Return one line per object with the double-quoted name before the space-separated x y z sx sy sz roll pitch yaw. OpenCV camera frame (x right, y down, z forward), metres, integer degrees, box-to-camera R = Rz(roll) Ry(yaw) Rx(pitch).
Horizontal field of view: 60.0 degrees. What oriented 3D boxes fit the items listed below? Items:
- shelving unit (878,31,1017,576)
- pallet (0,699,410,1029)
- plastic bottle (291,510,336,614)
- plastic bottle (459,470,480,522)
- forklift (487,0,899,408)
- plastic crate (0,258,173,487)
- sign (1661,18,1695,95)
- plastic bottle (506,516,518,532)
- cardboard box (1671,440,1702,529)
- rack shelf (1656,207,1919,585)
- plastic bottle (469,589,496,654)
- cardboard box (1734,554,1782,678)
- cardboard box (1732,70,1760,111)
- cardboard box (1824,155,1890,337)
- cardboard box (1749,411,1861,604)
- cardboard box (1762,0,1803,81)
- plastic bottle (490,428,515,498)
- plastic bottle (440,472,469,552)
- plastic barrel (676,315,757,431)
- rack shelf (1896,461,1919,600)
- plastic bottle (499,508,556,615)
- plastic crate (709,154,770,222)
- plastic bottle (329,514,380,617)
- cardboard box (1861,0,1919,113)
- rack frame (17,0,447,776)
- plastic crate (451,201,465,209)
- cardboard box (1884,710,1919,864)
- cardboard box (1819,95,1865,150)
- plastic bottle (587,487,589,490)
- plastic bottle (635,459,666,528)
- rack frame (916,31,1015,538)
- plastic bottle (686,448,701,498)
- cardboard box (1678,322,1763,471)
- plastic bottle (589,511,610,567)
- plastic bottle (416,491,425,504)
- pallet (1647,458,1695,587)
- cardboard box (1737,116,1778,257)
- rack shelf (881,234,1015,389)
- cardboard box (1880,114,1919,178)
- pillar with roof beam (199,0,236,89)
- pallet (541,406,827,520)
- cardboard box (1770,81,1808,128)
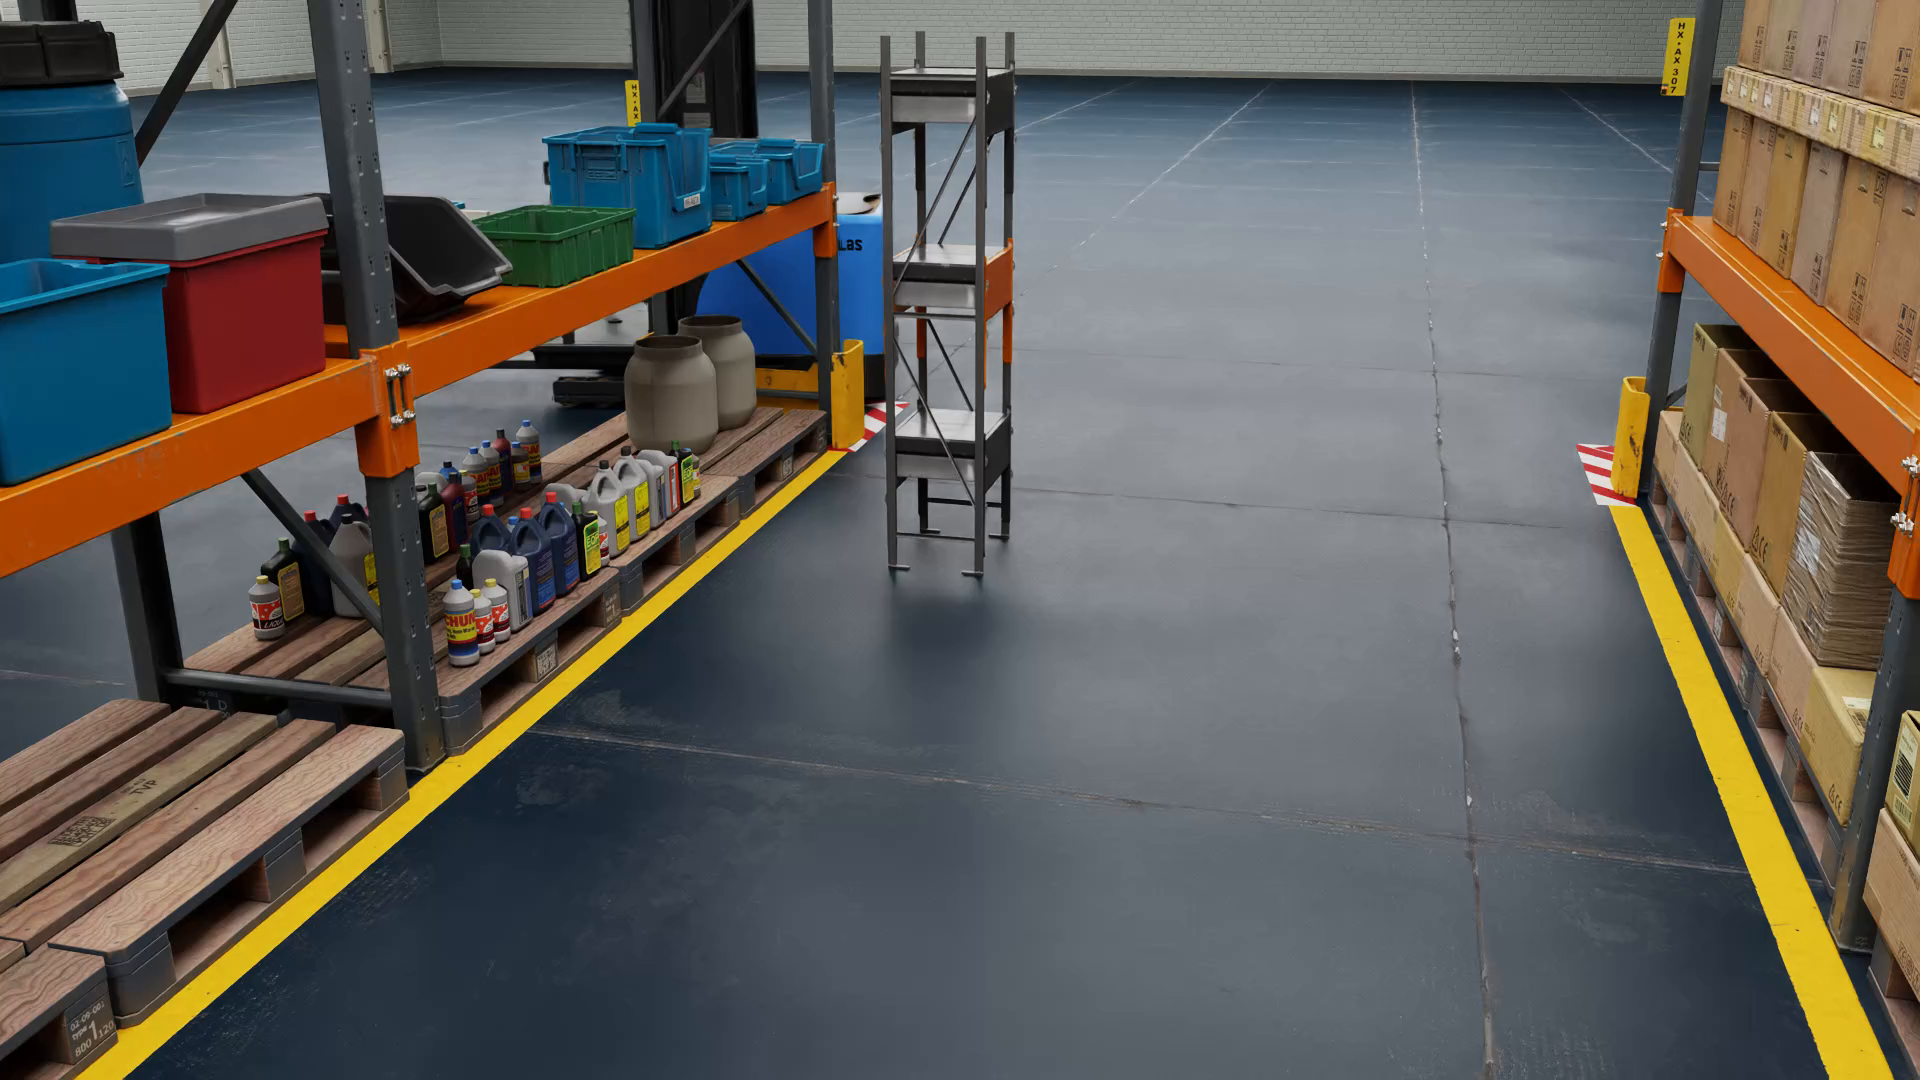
"shelving unit" -0.040 -0.942 6.696 0.431 2.100 0.503 5 19 13
"pallet" -2.258 0.810 4.489 1.003 0.211 1.213 5 19 13
"plastic bottle" -2.226 0.062 5.782 0.144 0.351 0.185 4 19 12
"plastic bottle" -2.004 -0.183 6.730 0.097 0.201 0.097 0 19 0
"forklift" -1.903 -2.300 9.388 3.031 2.935 1.130 1 19 2
"plastic crate" -2.072 -0.381 3.686 0.392 0.384 0.575 5 19 13
"sign" 3.139 -2.113 7.270 0.100 0.325 0.005 5 19 13
"plastic bottle" -1.586 0.049 5.943 0.097 0.271 0.097 0 19 0
"cardboard box" 3.211 -0.210 6.765 0.500 0.250 0.500 5 19 13
"rack shelf" 3.187 -0.653 5.570 1.077 0.370 4.000 5 19 13
"plastic bottle" -1.576 0.260 5.433 0.097 0.201 0.097 0 19 0
"cardboard box" 2.840 0.260 5.390 0.500 0.250 0.500 5 19 13
"cardboard box" 3.309 -1.785 6.615 0.380 0.149 0.250 4 19 12
"cardboard box" 3.050 -0.876 4.956 0.700 0.500 0.500 5 19 14
"cardboard box" 2.852 -0.094 5.266 0.500 0.500 0.500 5 19 13
"cardboard box" 3.413 -1.954 6.106 0.700 0.500 0.500 4 19 12
"plastic bottle" -1.945 -0.322 7.011 0.061 0.283 0.133 5 19 14
"plastic bottle" -1.953 -0.110 6.390 0.061 0.283 0.133 5 19 13
"plastic barrel" -1.213 -0.821 8.151 0.421 0.512 0.421 0 19 0
"rack shelf" 2.210 0.601 1.900 1.077 0.370 4.000 5 19 13
"plastic bottle" -1.504 0.067 5.769 0.144 0.351 0.185 5 20 15
"plastic crate" -1.123 -1.558 7.339 0.499 0.251 0.408 5 19 13
"plastic bottle" -2.086 0.074 5.749 0.144 0.351 0.185 5 19 13
"cardboard box" 3.046 -1.482 4.725 0.700 0.500 0.500 5 19 13
"rack frame" -2.104 -0.758 4.767 1.000 3.000 0.127 5 19 13
"plastic crate" -2.097 -1.056 5.870 0.499 0.251 0.616 5 19 13
"cardboard box" 2.356 0.581 3.583 0.500 0.311 0.500 5 19 14
"cardboard box" 2.931 -1.304 5.206 0.380 0.149 0.250 5 20 15
"plastic bottle" -1.436 -0.109 6.515 0.097 0.201 0.097 0 19 0
"plastic bottle" -1.272 -0.201 6.668 0.152 0.276 0.135 4 19 12
"rack frame" 0.019 -1.018 6.920 0.400 2.100 0.015 5 19 13
"plastic bottle" -1.150 -0.286 7.033 0.097 0.201 0.097 0 19 0
"cardboard box" 3.209 -0.565 6.645 0.500 0.500 0.500 5 19 13
"plastic bottle" -1.366 -0.009 6.221 0.097 0.201 0.097 0 19 0
"plastic bottle" -2.100 -0.099 6.255 0.144 0.351 0.185 5 19 13
"pallet" 3.530 -0.057 7.029 1.003 0.211 1.213 5 19 13
"cardboard box" 3.426 -1.357 6.365 0.700 0.500 0.500 5 20 15
"rack shelf" -0.040 -0.929 6.701 0.431 0.518 0.480 5 19 13
"cardboard box" 2.744 -1.065 4.505 0.380 0.149 0.250 5 19 13
"pillar with roof beam" -11.359 -13.451 32.647 9.100 9.000 0.400 5 19 13
"pallet" -1.303 -0.411 8.064 1.003 0.211 1.213 5 19 13
"cardboard box" 3.121 -1.544 5.910 0.380 0.149 0.250 4 19 12
